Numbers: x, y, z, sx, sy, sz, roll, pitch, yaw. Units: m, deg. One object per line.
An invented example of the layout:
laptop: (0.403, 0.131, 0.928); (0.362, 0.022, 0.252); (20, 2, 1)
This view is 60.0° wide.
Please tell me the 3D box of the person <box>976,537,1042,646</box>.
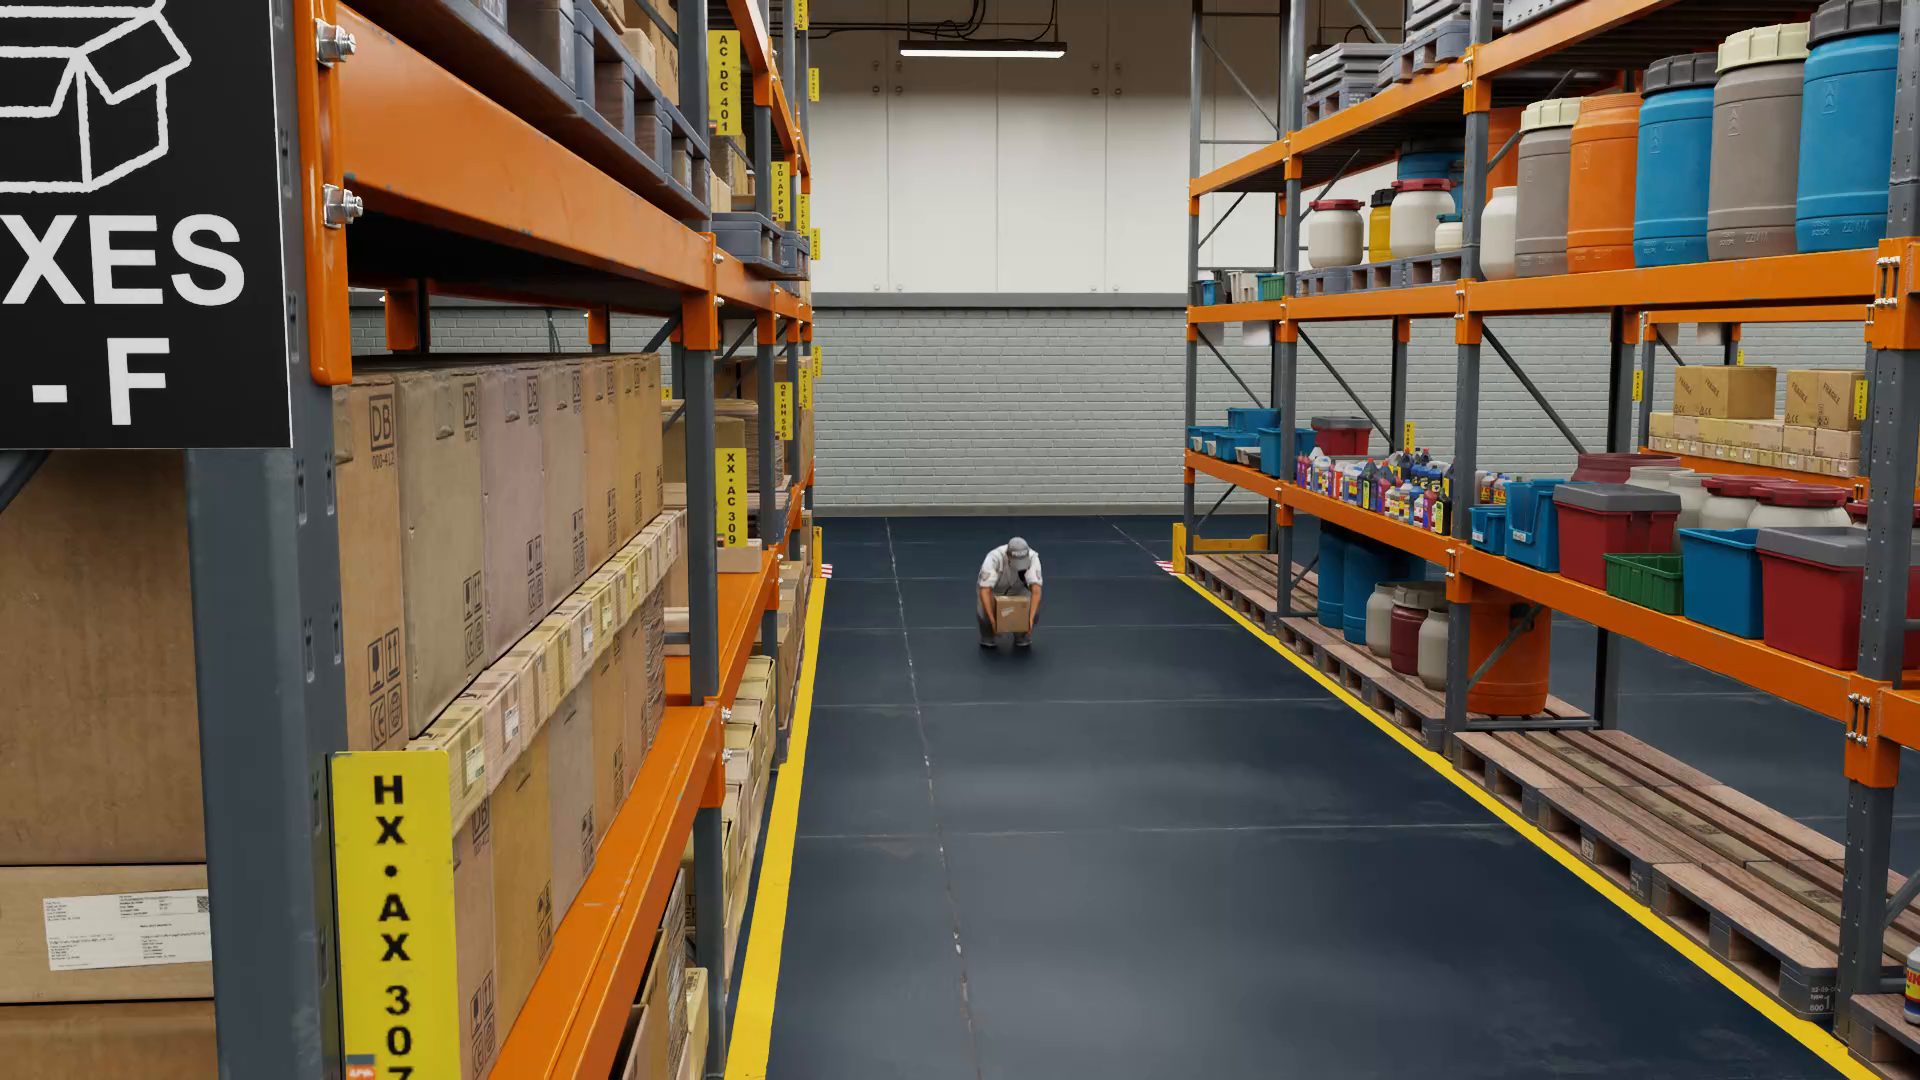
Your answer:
person: (0.387, 0.410, 13.468); (0.527, 0.930, 0.861); (0, 7, -4)
